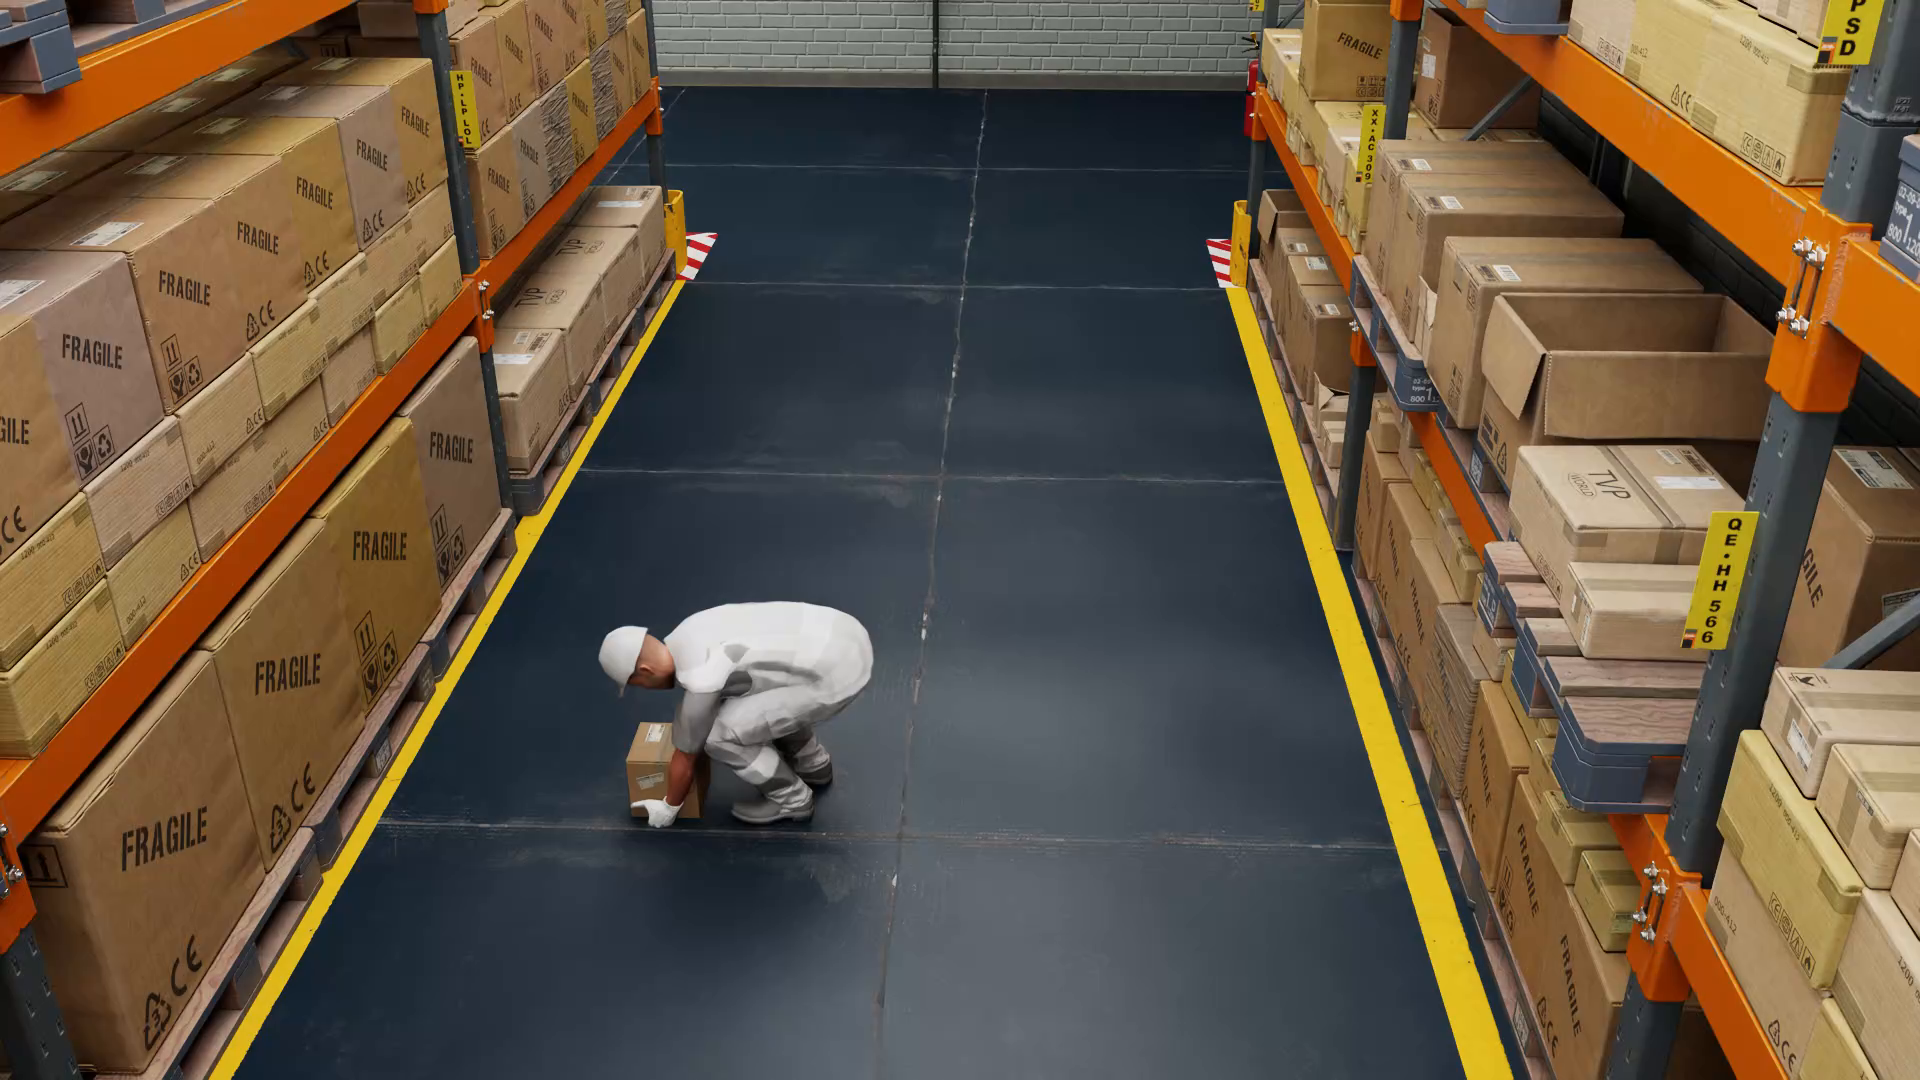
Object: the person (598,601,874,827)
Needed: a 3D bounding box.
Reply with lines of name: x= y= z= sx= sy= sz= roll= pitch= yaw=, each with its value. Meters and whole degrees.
person: x=-0.790 y=0.620 z=6.010 sx=0.964 sy=0.821 sz=0.523 roll=0 pitch=28 yaw=0
